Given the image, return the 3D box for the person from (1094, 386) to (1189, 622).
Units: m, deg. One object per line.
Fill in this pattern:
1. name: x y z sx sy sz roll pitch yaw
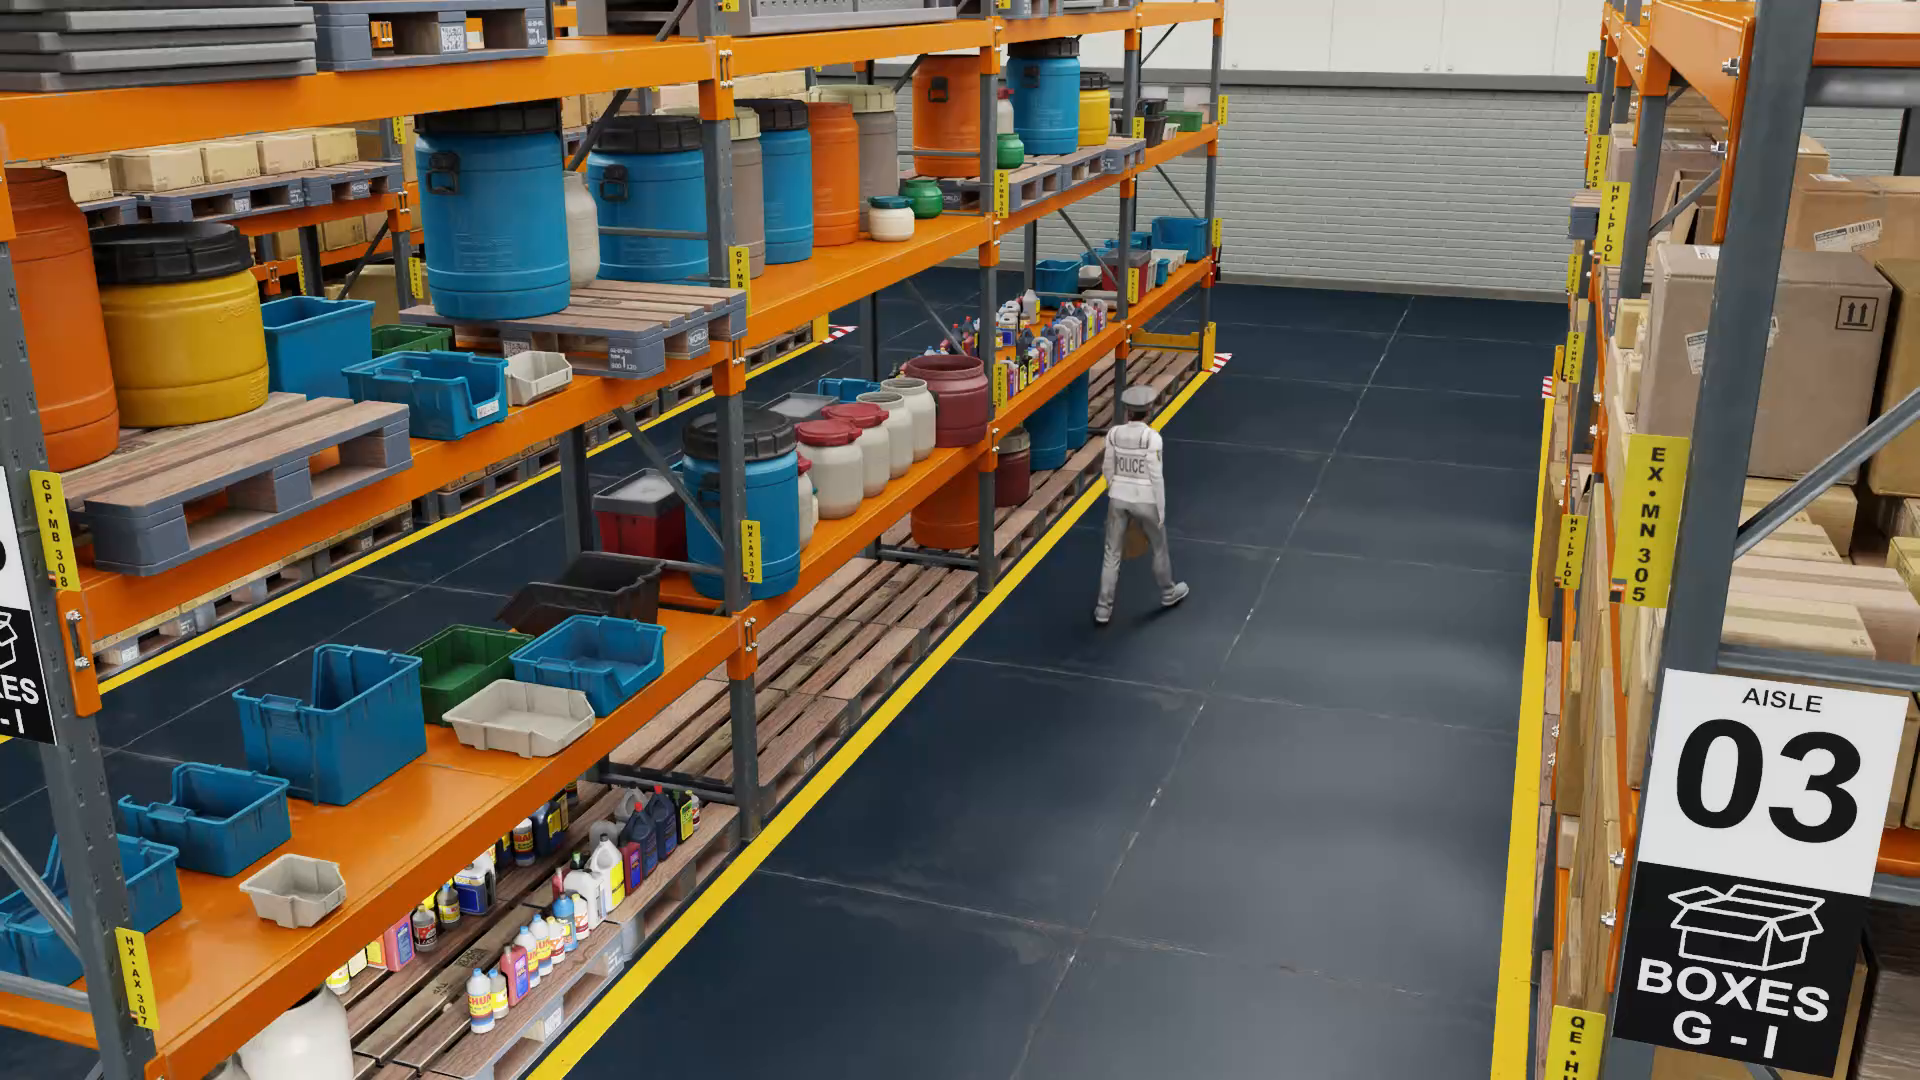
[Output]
1. person: 1.266 -0.282 11.857 0.534 1.643 0.839 12 22 31
